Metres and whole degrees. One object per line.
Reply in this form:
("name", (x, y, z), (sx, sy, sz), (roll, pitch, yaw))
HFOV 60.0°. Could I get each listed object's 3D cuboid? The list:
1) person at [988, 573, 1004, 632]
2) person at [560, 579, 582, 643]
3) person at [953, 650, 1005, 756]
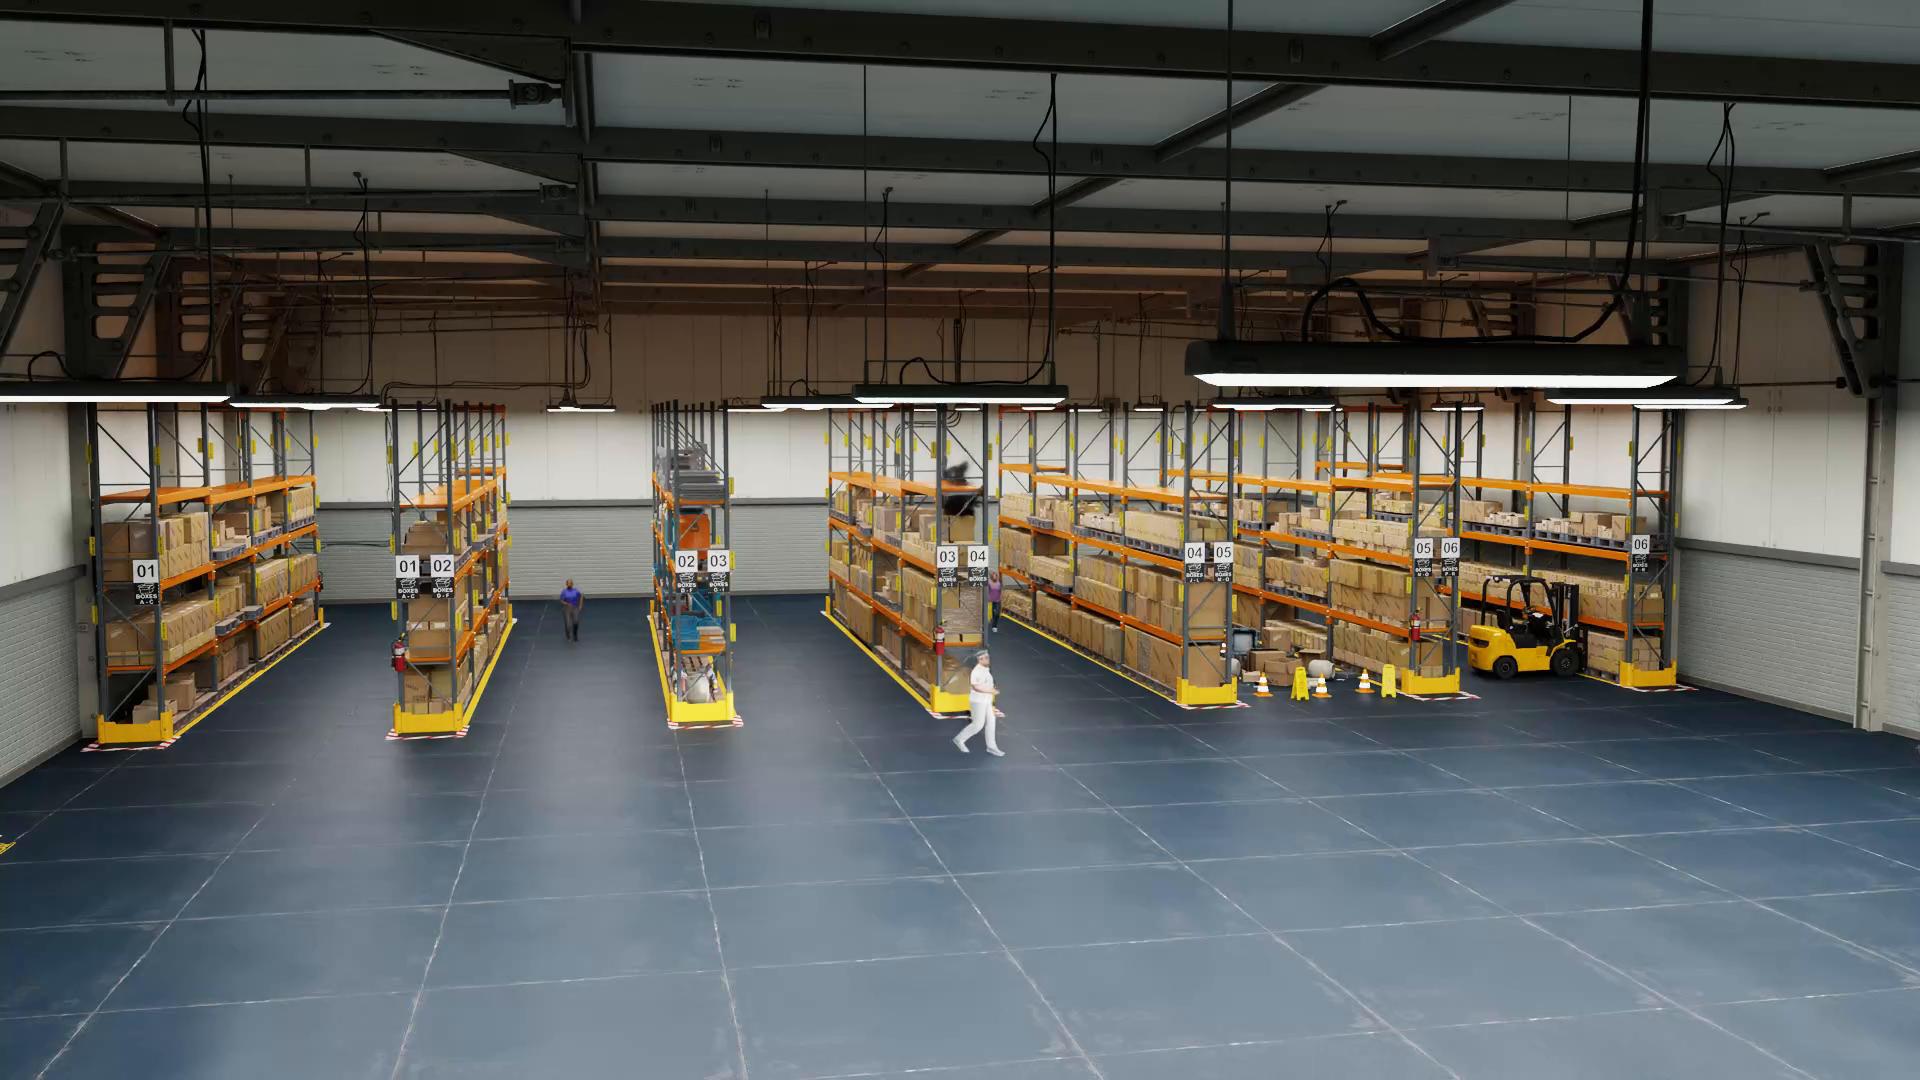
("person", (0.903, 1.640, 44.051), (0.542, 1.563, 0.587), (-1, 4, -14))
("person", (-9.682, 1.777, 41.481), (0.582, 1.609, 0.623), (-2, 5, -19))
("person", (0.327, 2.734, 27.973), (0.867, 1.801, 0.686), (1, 5, 17))
